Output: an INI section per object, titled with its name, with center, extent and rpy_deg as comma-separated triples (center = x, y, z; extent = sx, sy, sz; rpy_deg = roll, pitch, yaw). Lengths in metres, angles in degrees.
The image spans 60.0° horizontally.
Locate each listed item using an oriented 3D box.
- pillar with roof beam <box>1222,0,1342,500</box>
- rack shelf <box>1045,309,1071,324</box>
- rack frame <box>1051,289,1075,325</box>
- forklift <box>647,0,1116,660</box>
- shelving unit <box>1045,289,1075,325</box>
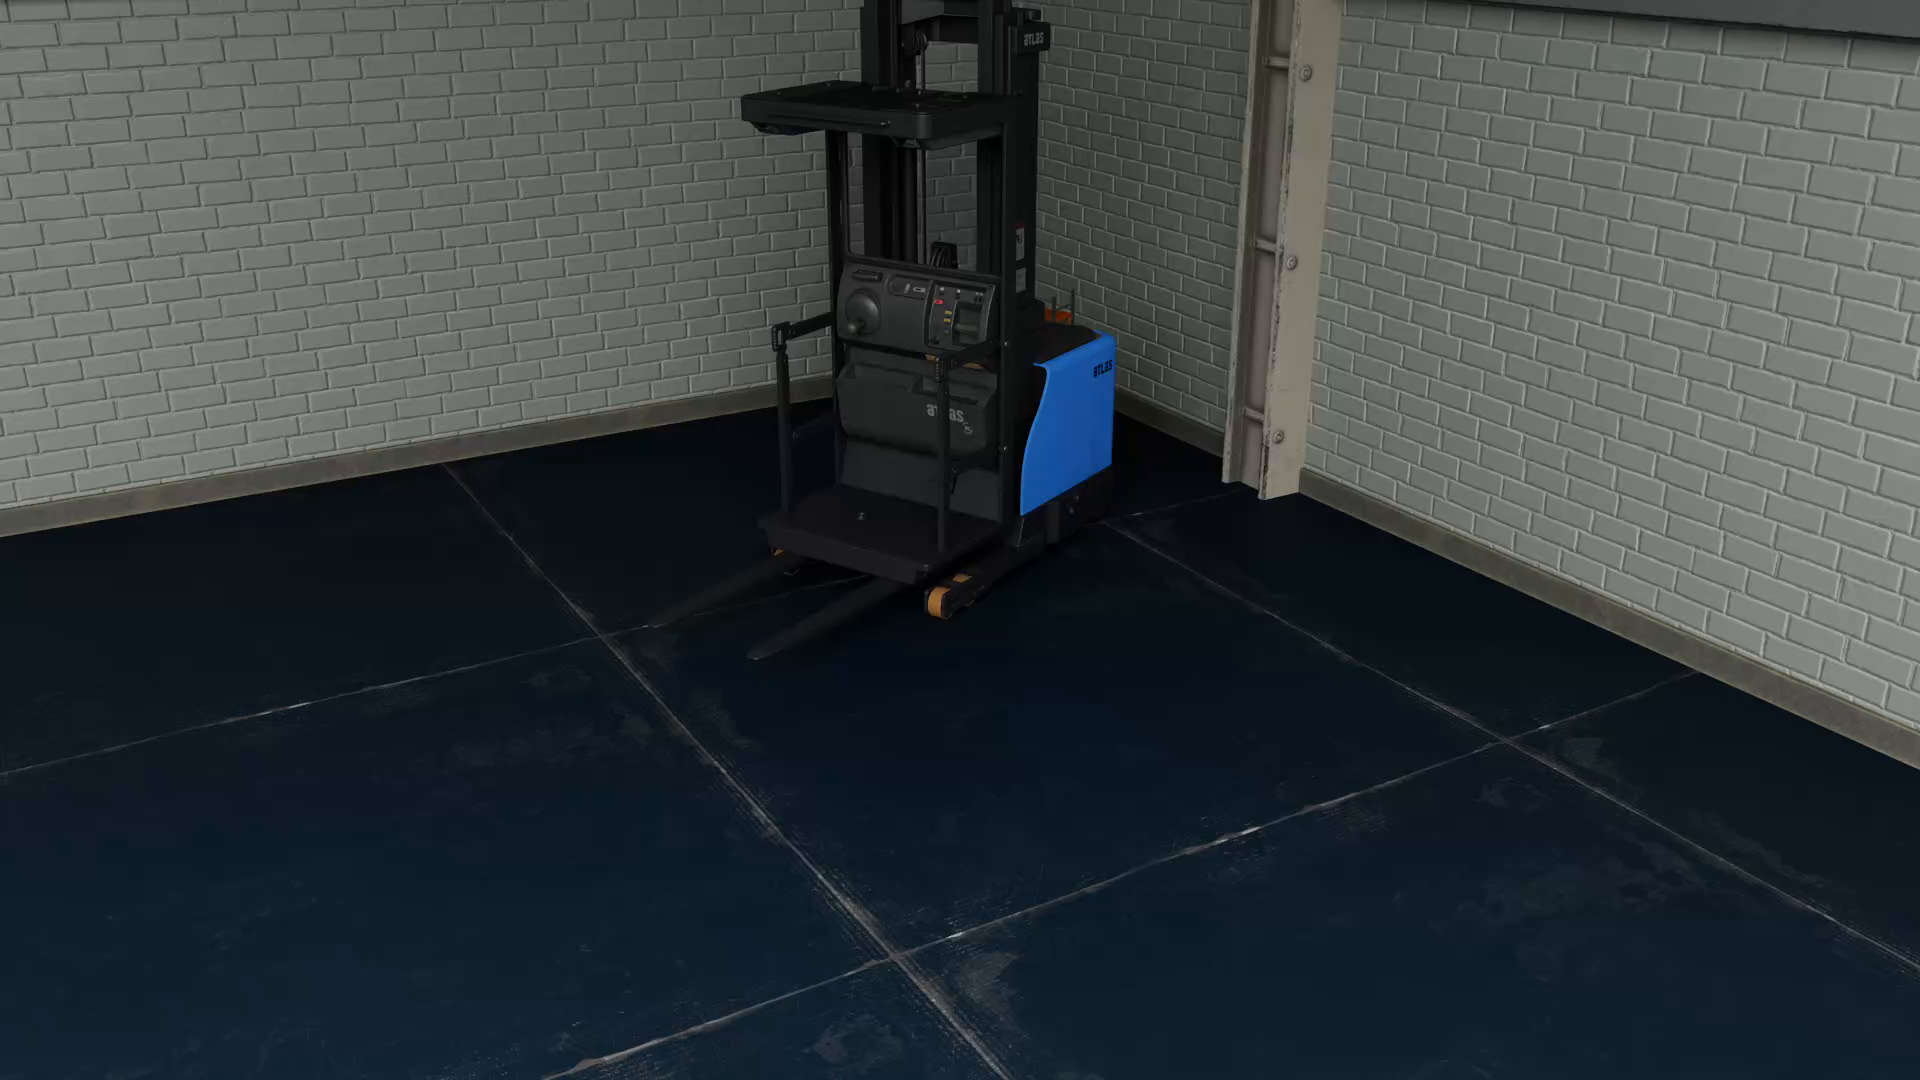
[pillar with roof beam]
center = -1.865, -3.672, 6.394
extent = 9.100, 9.000, 0.400
rpy_deg = -13, 25, -28
[rack shelf]
center = 0.399, -1.291, 9.851
extent = 0.480, 0.148, 0.258
rpy_deg = 14, 26, 31
[rack frame]
center = 0.601, -0.876, 9.873
extent = 0.015, 1.200, 0.240
rpy_deg = 14, 26, 31
[forklift]
center = -0.345, -1.163, 8.280
extent = 1.130, 2.935, 3.031
rpy_deg = 14, 26, 31
[shelving unit]
center = 0.399, -0.927, 9.999
extent = 0.503, 1.200, 0.258
rpy_deg = 14, 26, 31
